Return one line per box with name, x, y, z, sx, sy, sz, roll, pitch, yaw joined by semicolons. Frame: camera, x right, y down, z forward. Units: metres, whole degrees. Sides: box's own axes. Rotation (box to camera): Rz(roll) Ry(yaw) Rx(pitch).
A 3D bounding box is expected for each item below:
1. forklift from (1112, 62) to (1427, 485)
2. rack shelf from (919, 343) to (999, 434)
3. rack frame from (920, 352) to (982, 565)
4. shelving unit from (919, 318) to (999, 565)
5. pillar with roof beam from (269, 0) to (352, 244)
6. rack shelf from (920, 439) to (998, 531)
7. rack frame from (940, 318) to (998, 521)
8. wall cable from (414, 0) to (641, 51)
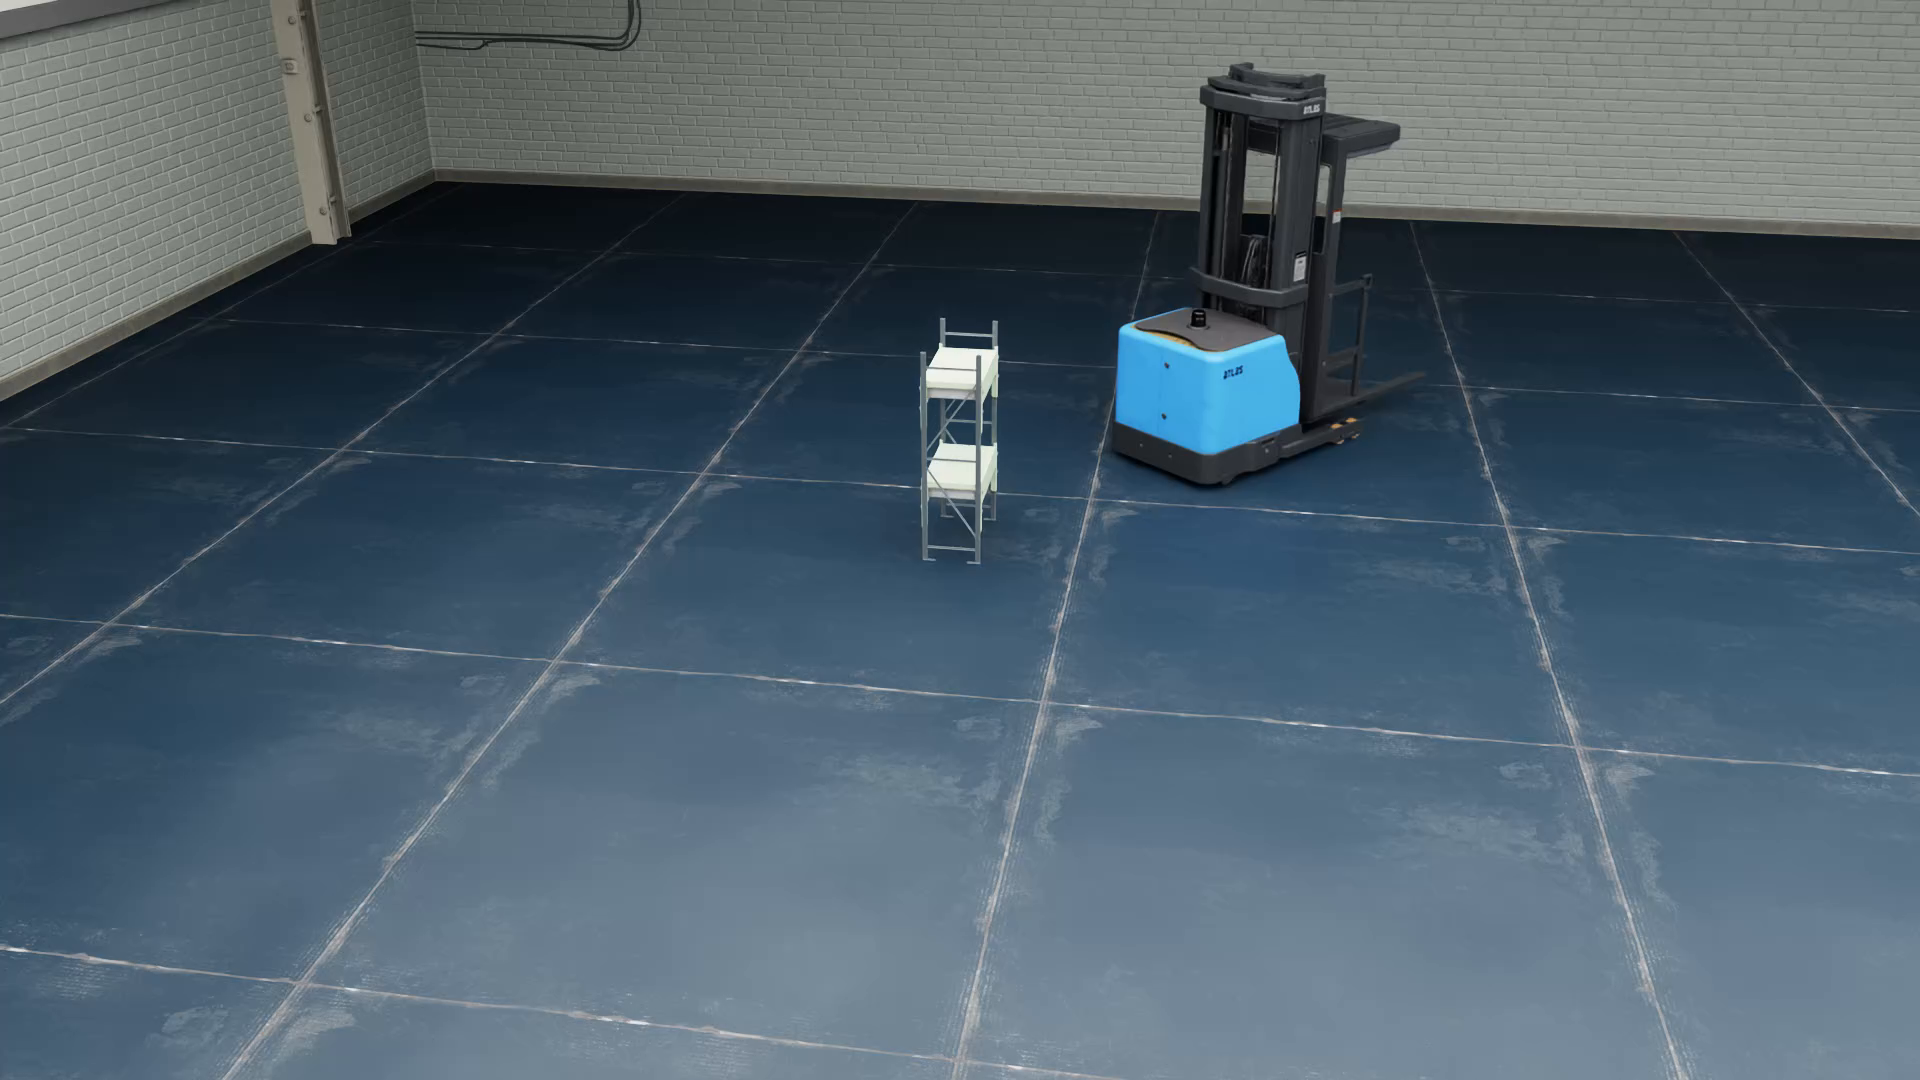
forklift;2.647;-2.247;13.093;3.031;2.935;1.130;-20;32;-36
rack shelf;0.001;-1.036;11.273;0.431;0.370;0.720;4;25;9
rack frame;-0.059;-0.529;11.111;0.400;1.500;0.023;4;25;9
shelving unit;0.001;-0.682;11.438;0.431;1.500;0.755;4;25;9
pillar with roof beam;-2.993;-7.238;16.597;9.100;9.000;0.400;4;25;9
rack shelf;0.001;-0.387;11.576;0.431;0.370;0.720;4;25;9
rack frame;0.061;-0.835;11.765;0.400;1.500;0.023;4;25;9
wall cable;-5.455;-7.270;20.329;3.097;2.526;0.112;4;25;9
